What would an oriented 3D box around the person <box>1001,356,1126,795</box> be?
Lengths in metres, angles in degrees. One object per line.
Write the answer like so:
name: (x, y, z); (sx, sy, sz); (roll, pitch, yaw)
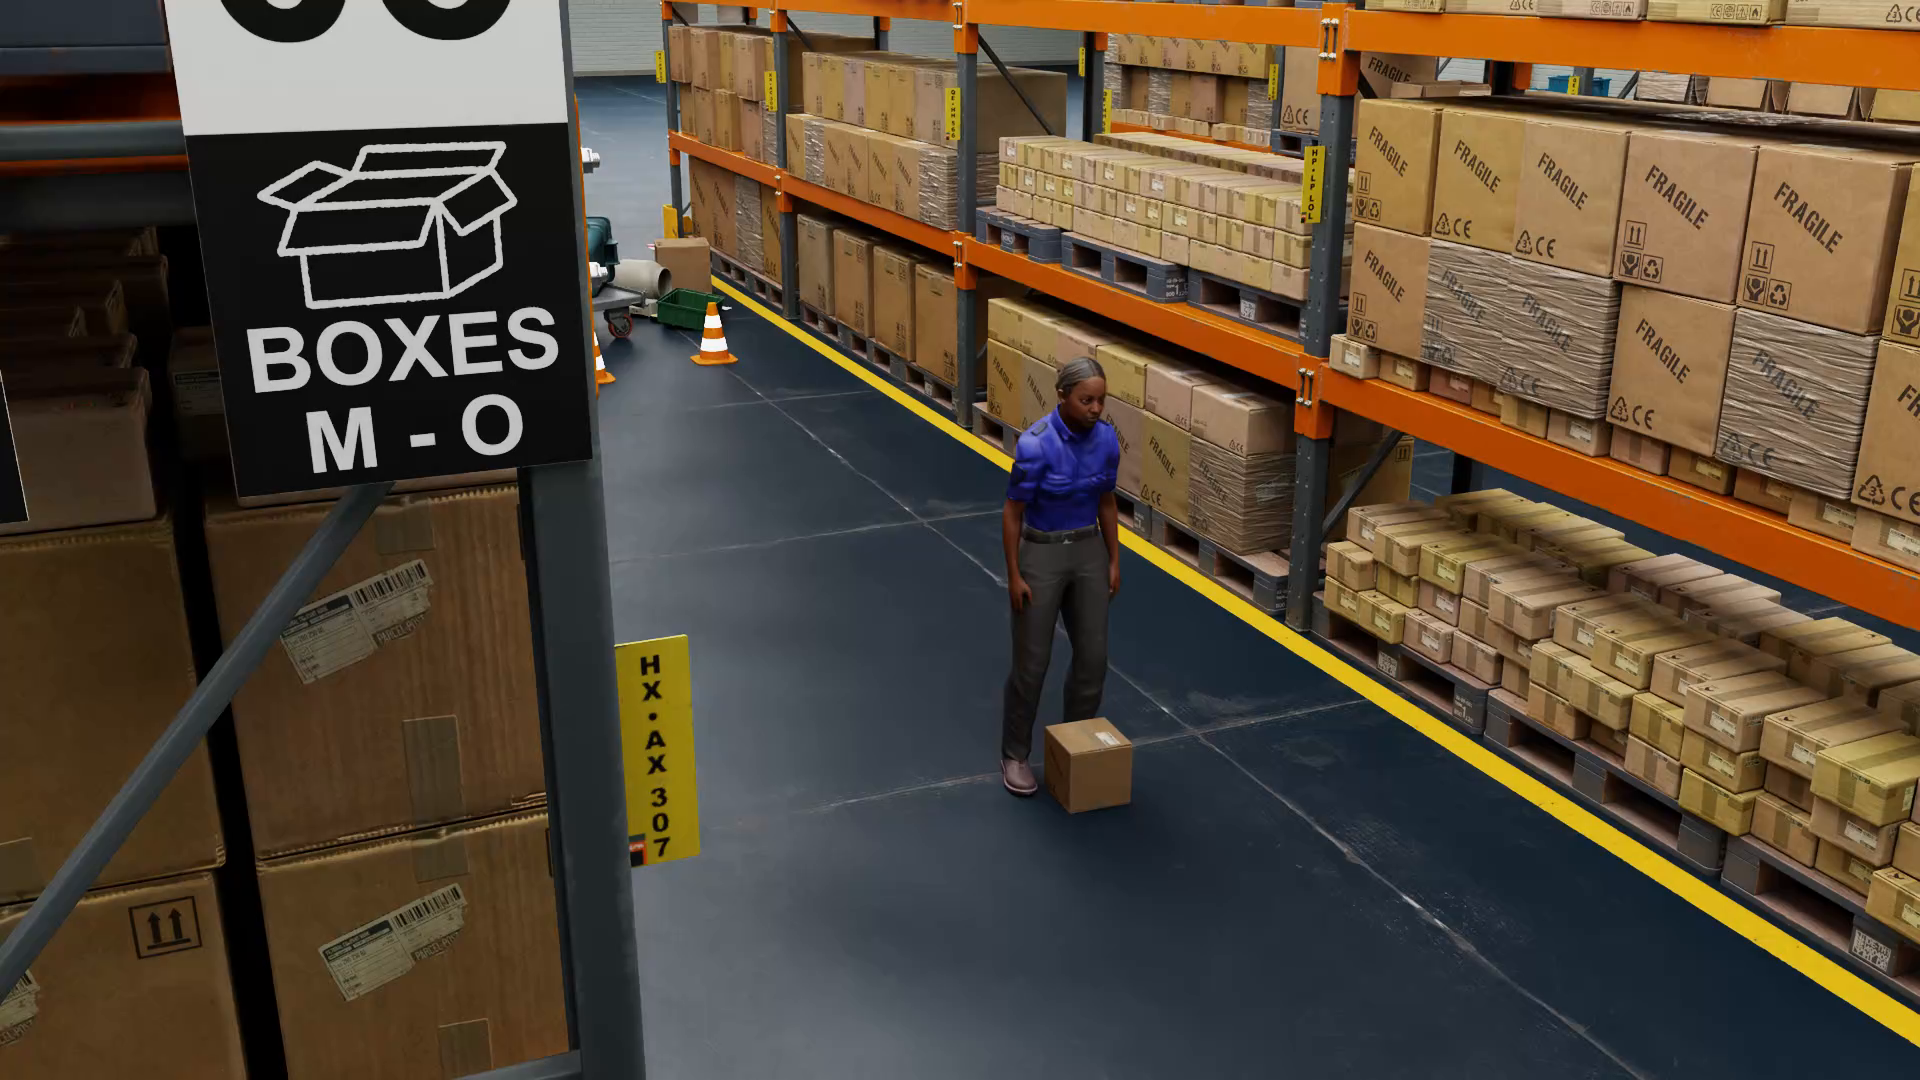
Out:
person: (0.395, 0.121, 6.219); (0.532, 1.655, 0.398); (-9, 21, -25)
